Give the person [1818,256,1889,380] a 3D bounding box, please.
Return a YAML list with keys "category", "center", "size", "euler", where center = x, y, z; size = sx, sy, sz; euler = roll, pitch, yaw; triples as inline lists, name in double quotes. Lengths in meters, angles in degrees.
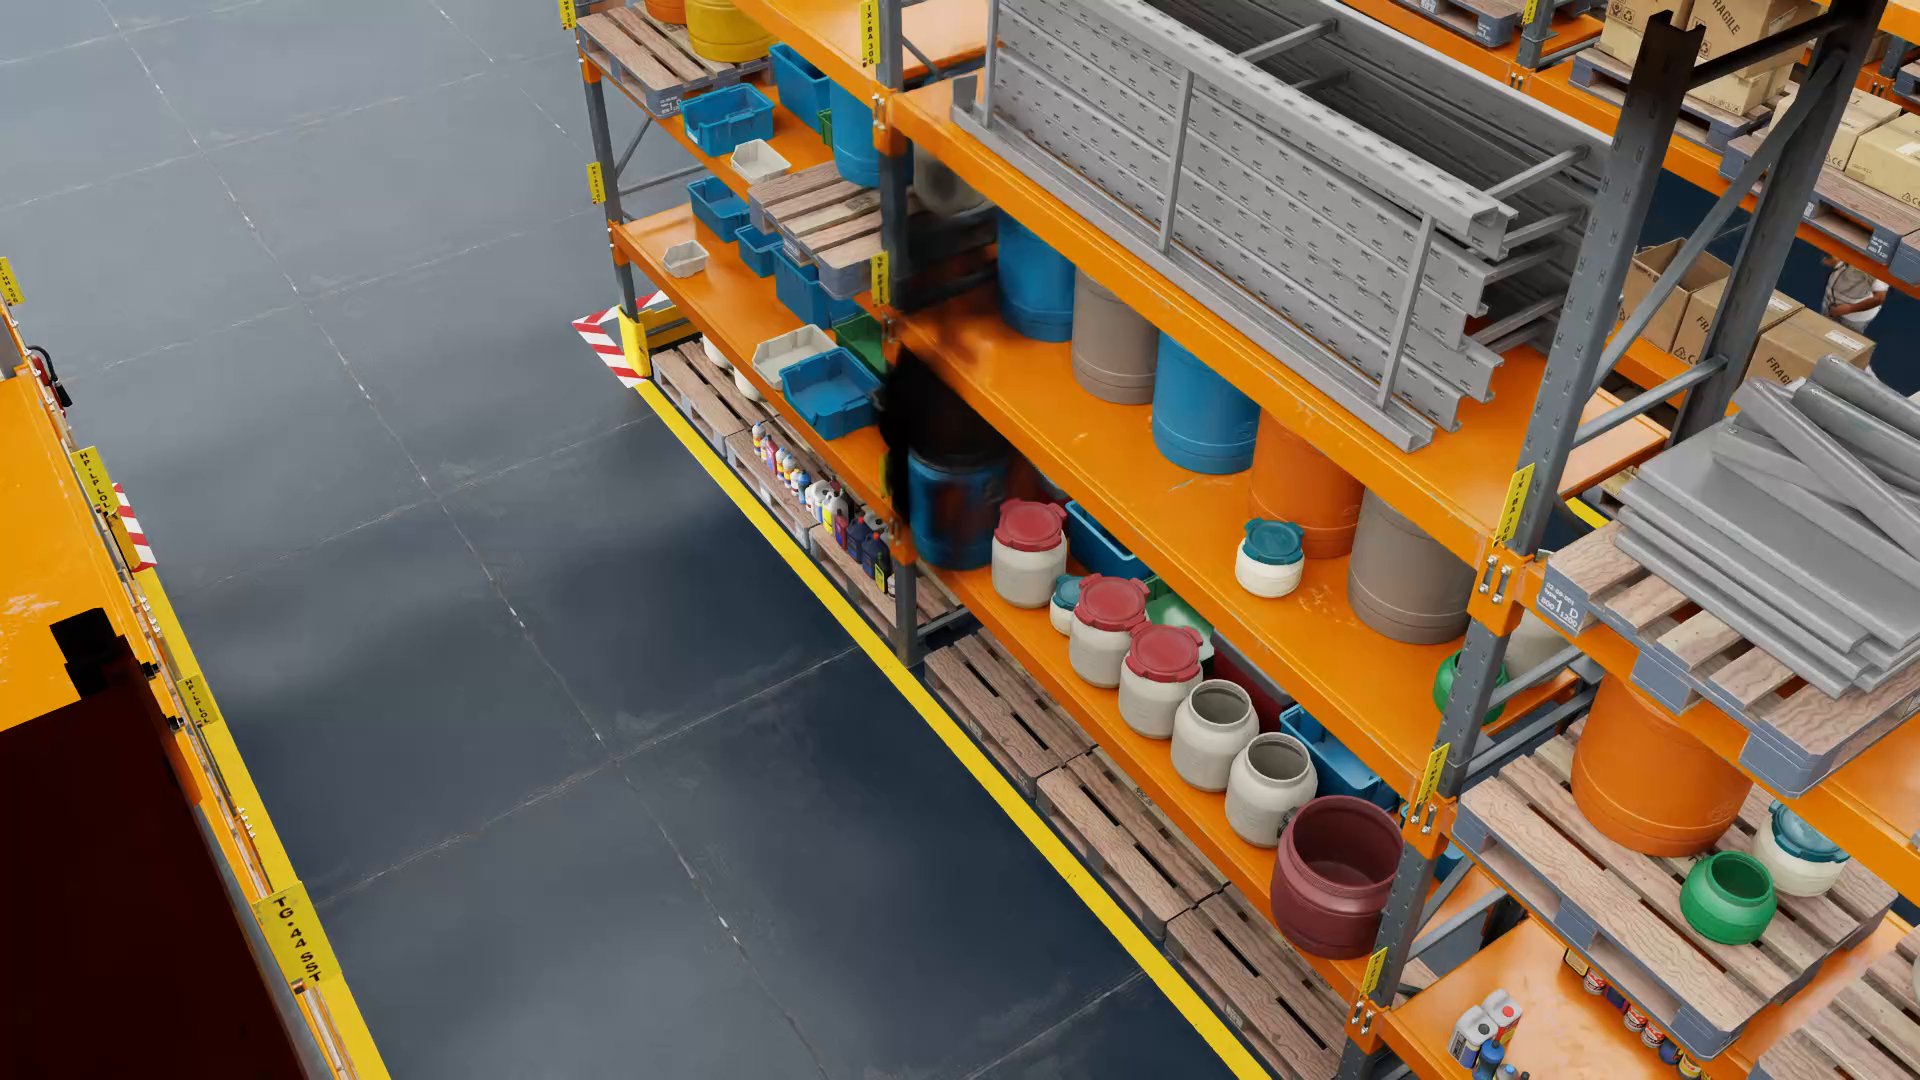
- category: "person"
  center: [6.599, -1.686, 12.348]
  size: [0.925, 1.665, 0.606]
  euler: [33, 52, 31]
